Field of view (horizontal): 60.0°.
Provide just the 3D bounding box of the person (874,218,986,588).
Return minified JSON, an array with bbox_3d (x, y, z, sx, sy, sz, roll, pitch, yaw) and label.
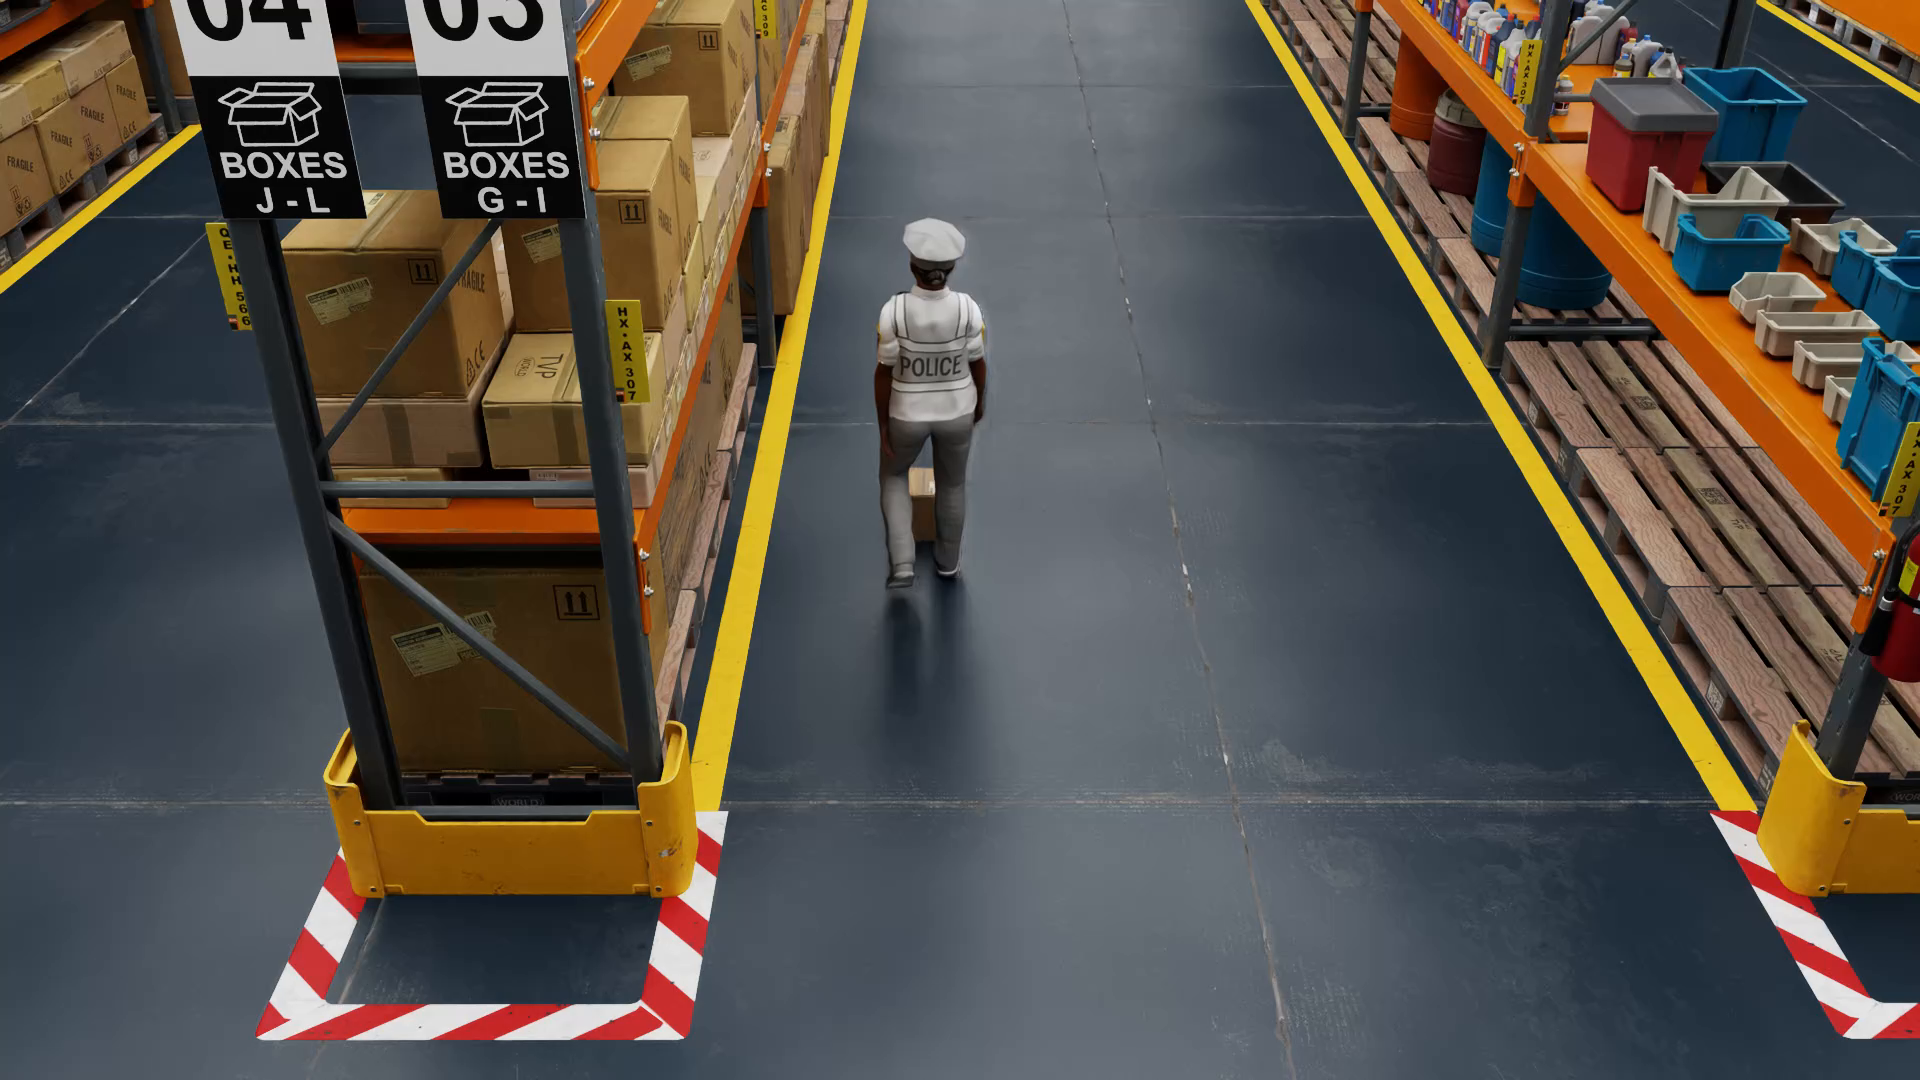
[{"bbox_3d":[-0.125,-0.543,6.961,0.468,1.677,0.557,-3,32,-4],"label":"person"}]
